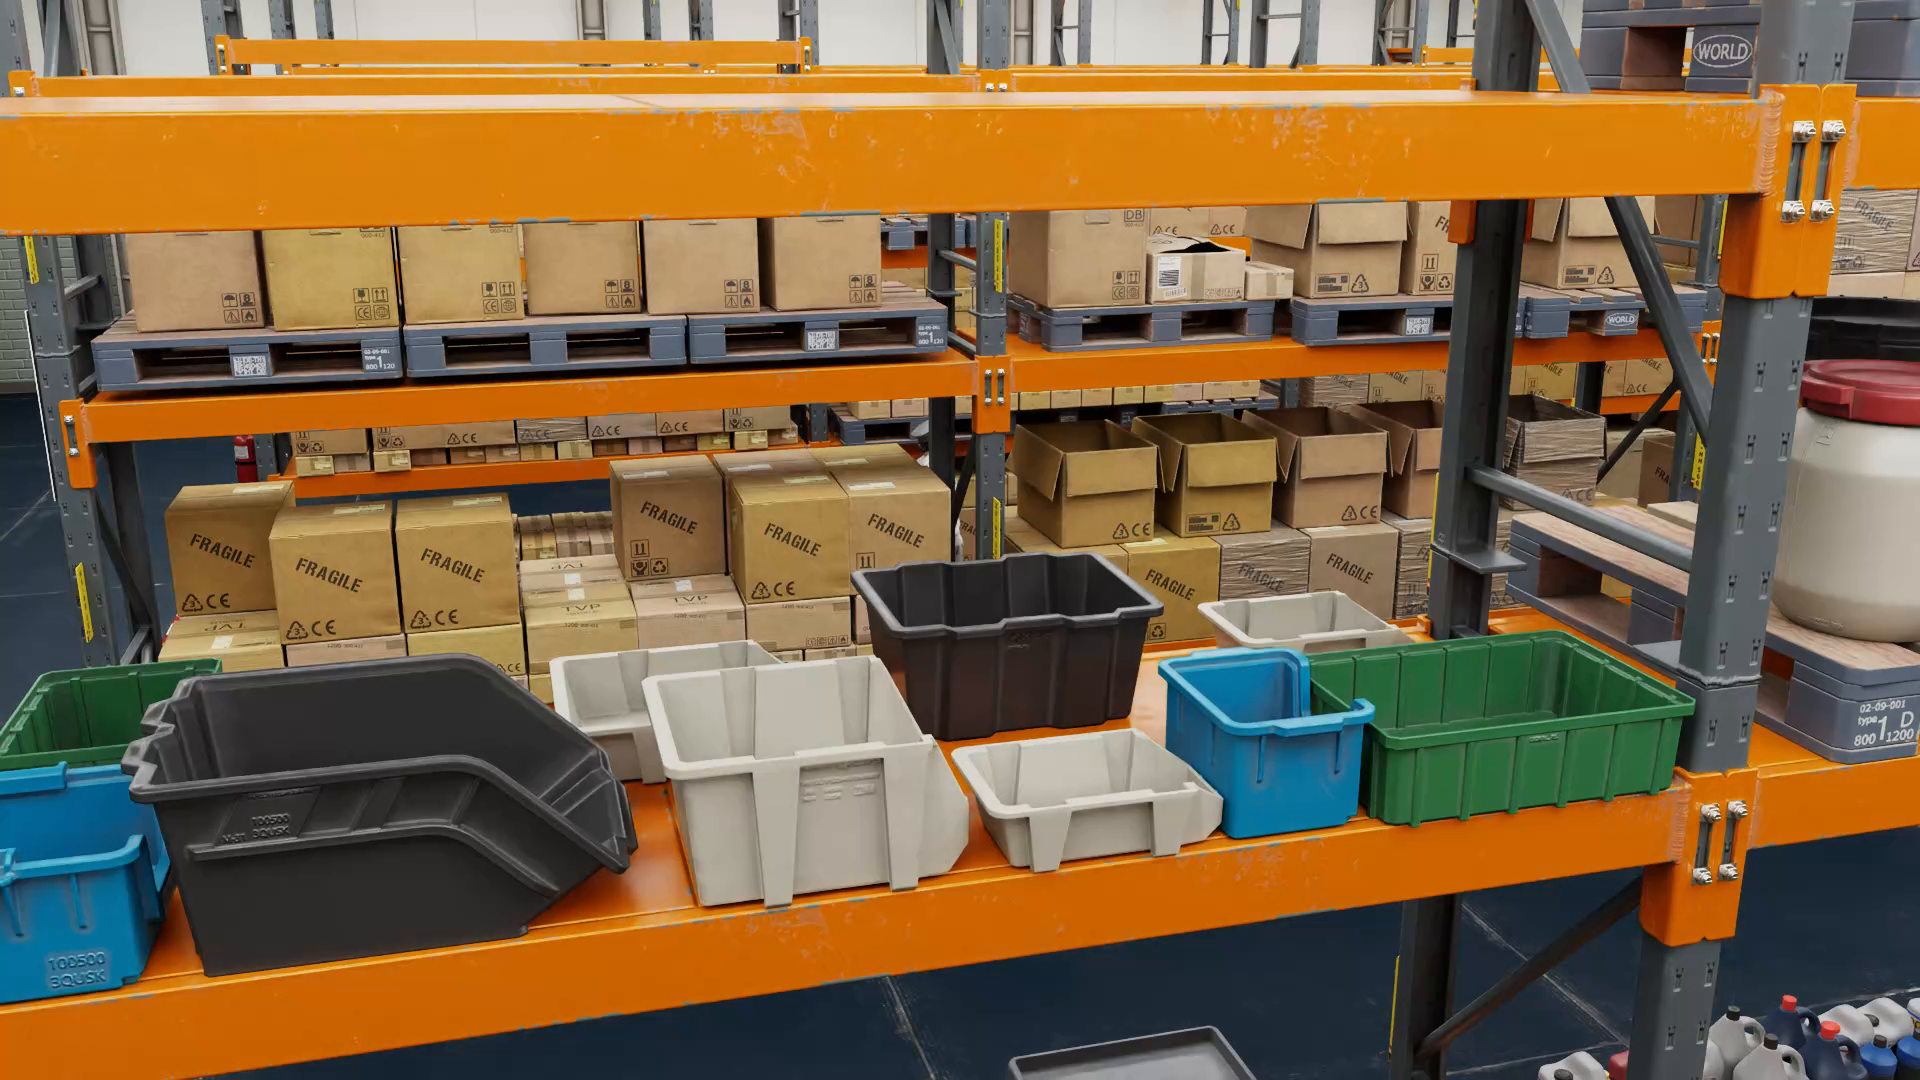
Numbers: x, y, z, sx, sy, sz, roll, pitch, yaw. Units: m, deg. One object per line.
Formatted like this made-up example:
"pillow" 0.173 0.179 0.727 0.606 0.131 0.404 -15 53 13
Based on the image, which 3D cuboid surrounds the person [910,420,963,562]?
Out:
"person" -0.079 -0.070 12.184 0.534 1.696 0.587 -5 17 -15
